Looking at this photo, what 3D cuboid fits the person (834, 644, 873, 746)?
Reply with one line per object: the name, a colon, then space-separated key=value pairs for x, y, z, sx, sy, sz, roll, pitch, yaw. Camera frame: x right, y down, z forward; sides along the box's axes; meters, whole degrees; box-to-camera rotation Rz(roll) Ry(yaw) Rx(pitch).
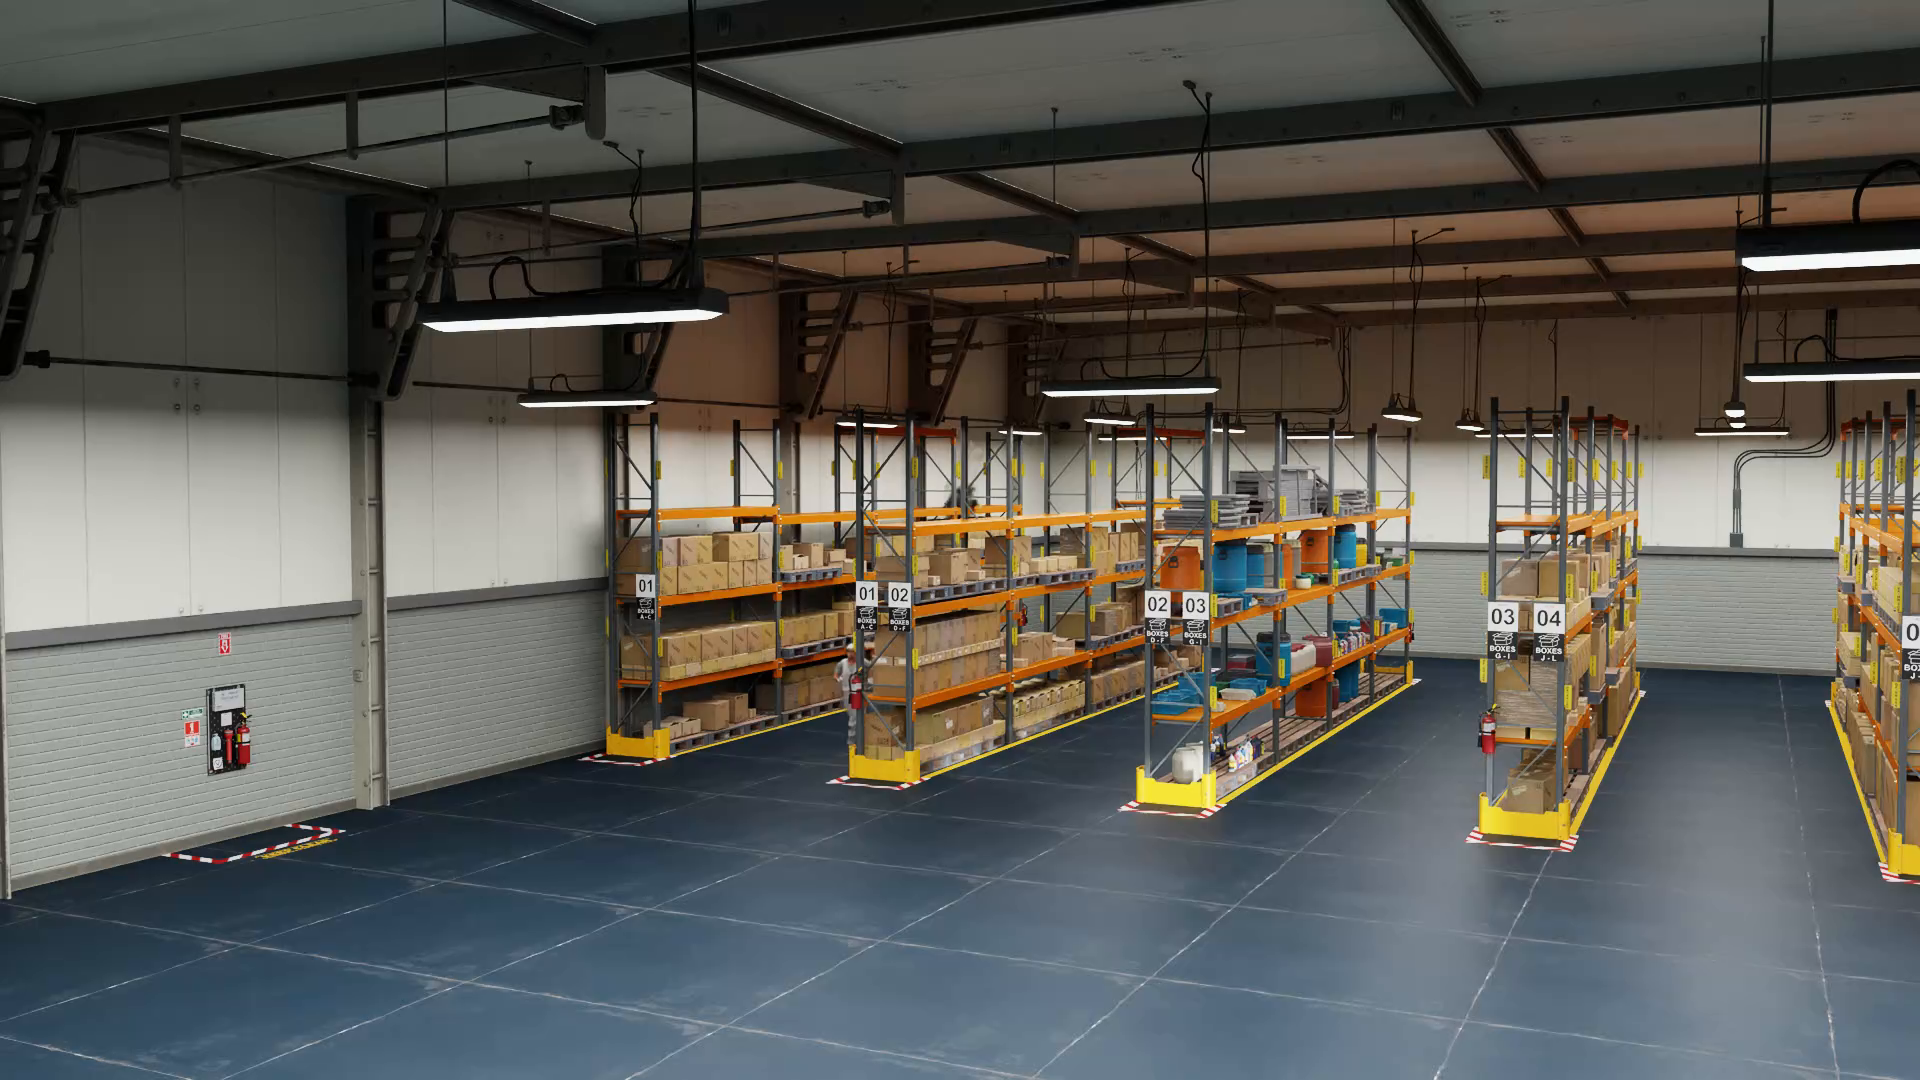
person: x=-1.972 y=2.833 z=30.658 sx=0.690 sy=1.848 sz=0.913 roll=0 pitch=2 yaw=9
